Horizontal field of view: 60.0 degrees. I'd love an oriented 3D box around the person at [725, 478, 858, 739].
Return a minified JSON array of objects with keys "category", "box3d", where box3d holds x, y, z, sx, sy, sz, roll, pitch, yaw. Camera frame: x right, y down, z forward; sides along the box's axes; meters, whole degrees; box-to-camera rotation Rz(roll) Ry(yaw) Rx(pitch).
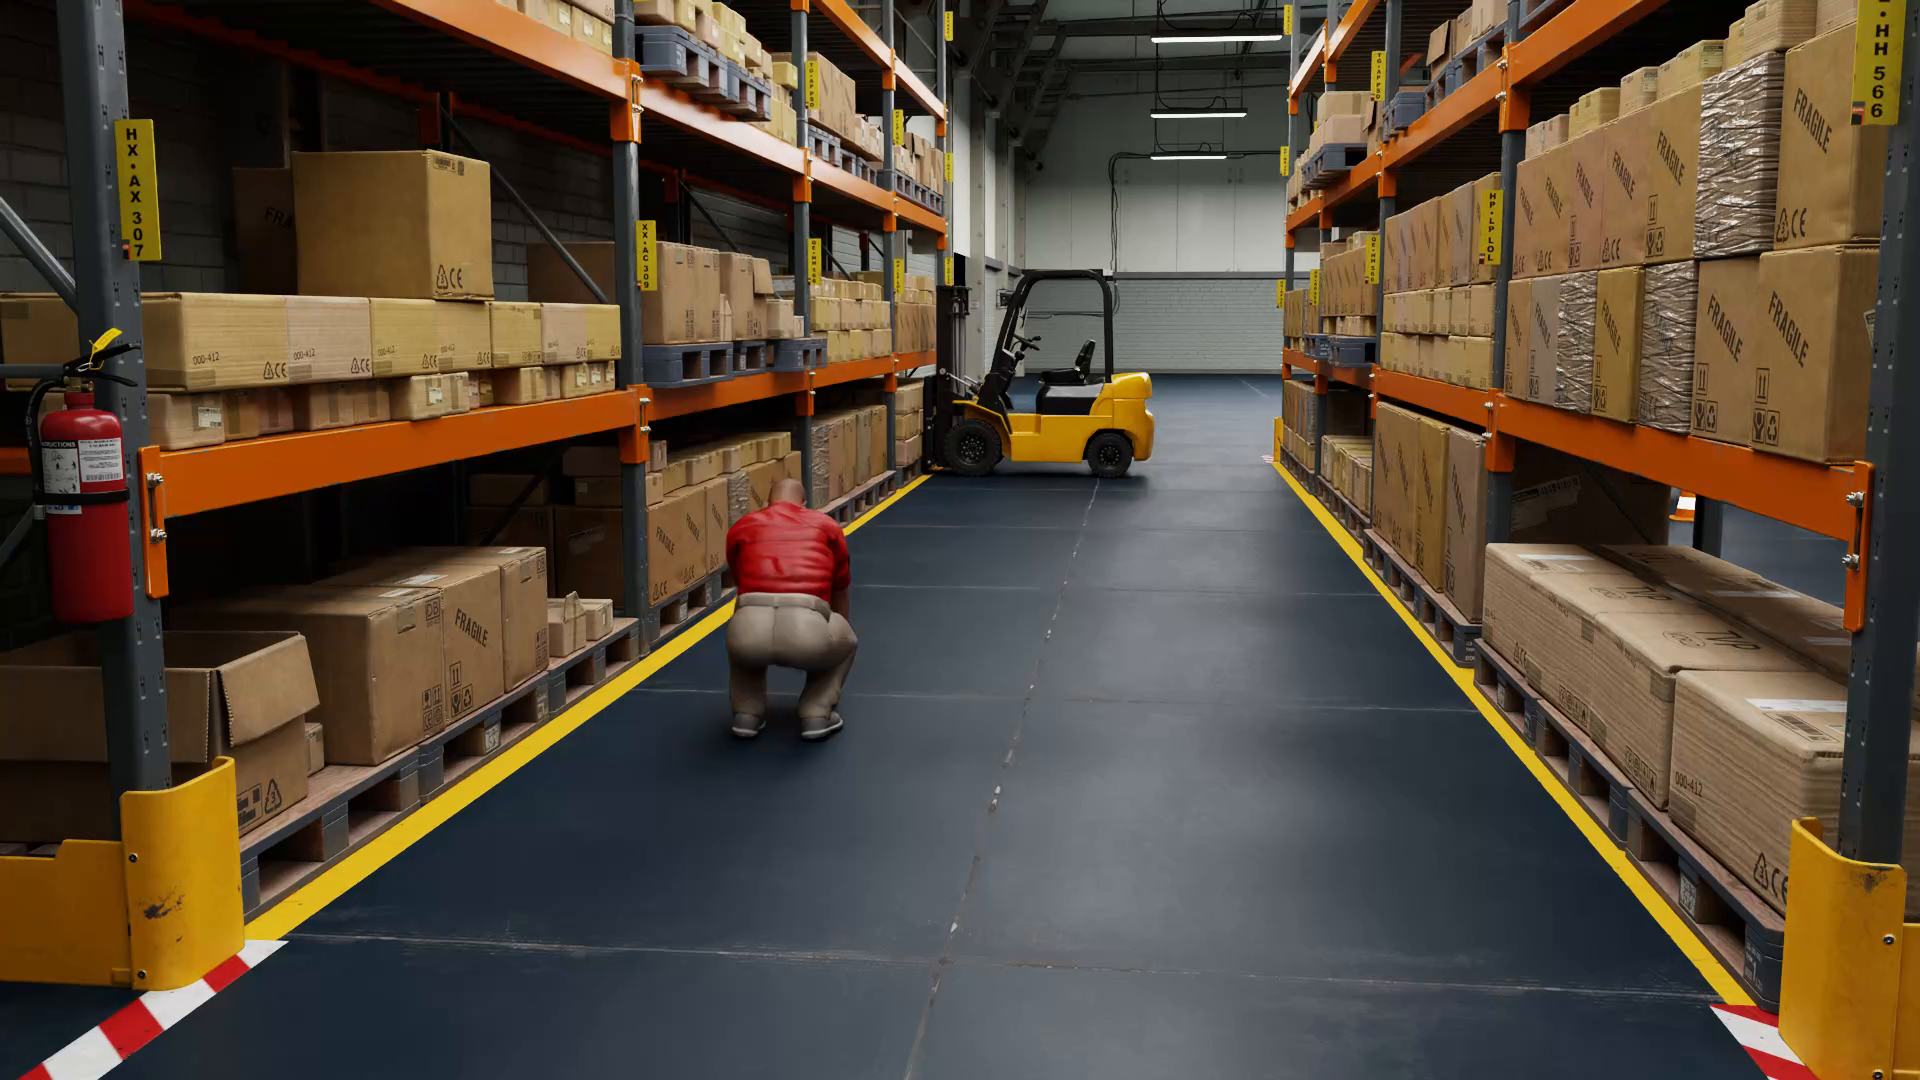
[{"category":"person","box3d":[-0.693,0.266,6.739,0.540,0.987,0.886,1,8,5]}]
